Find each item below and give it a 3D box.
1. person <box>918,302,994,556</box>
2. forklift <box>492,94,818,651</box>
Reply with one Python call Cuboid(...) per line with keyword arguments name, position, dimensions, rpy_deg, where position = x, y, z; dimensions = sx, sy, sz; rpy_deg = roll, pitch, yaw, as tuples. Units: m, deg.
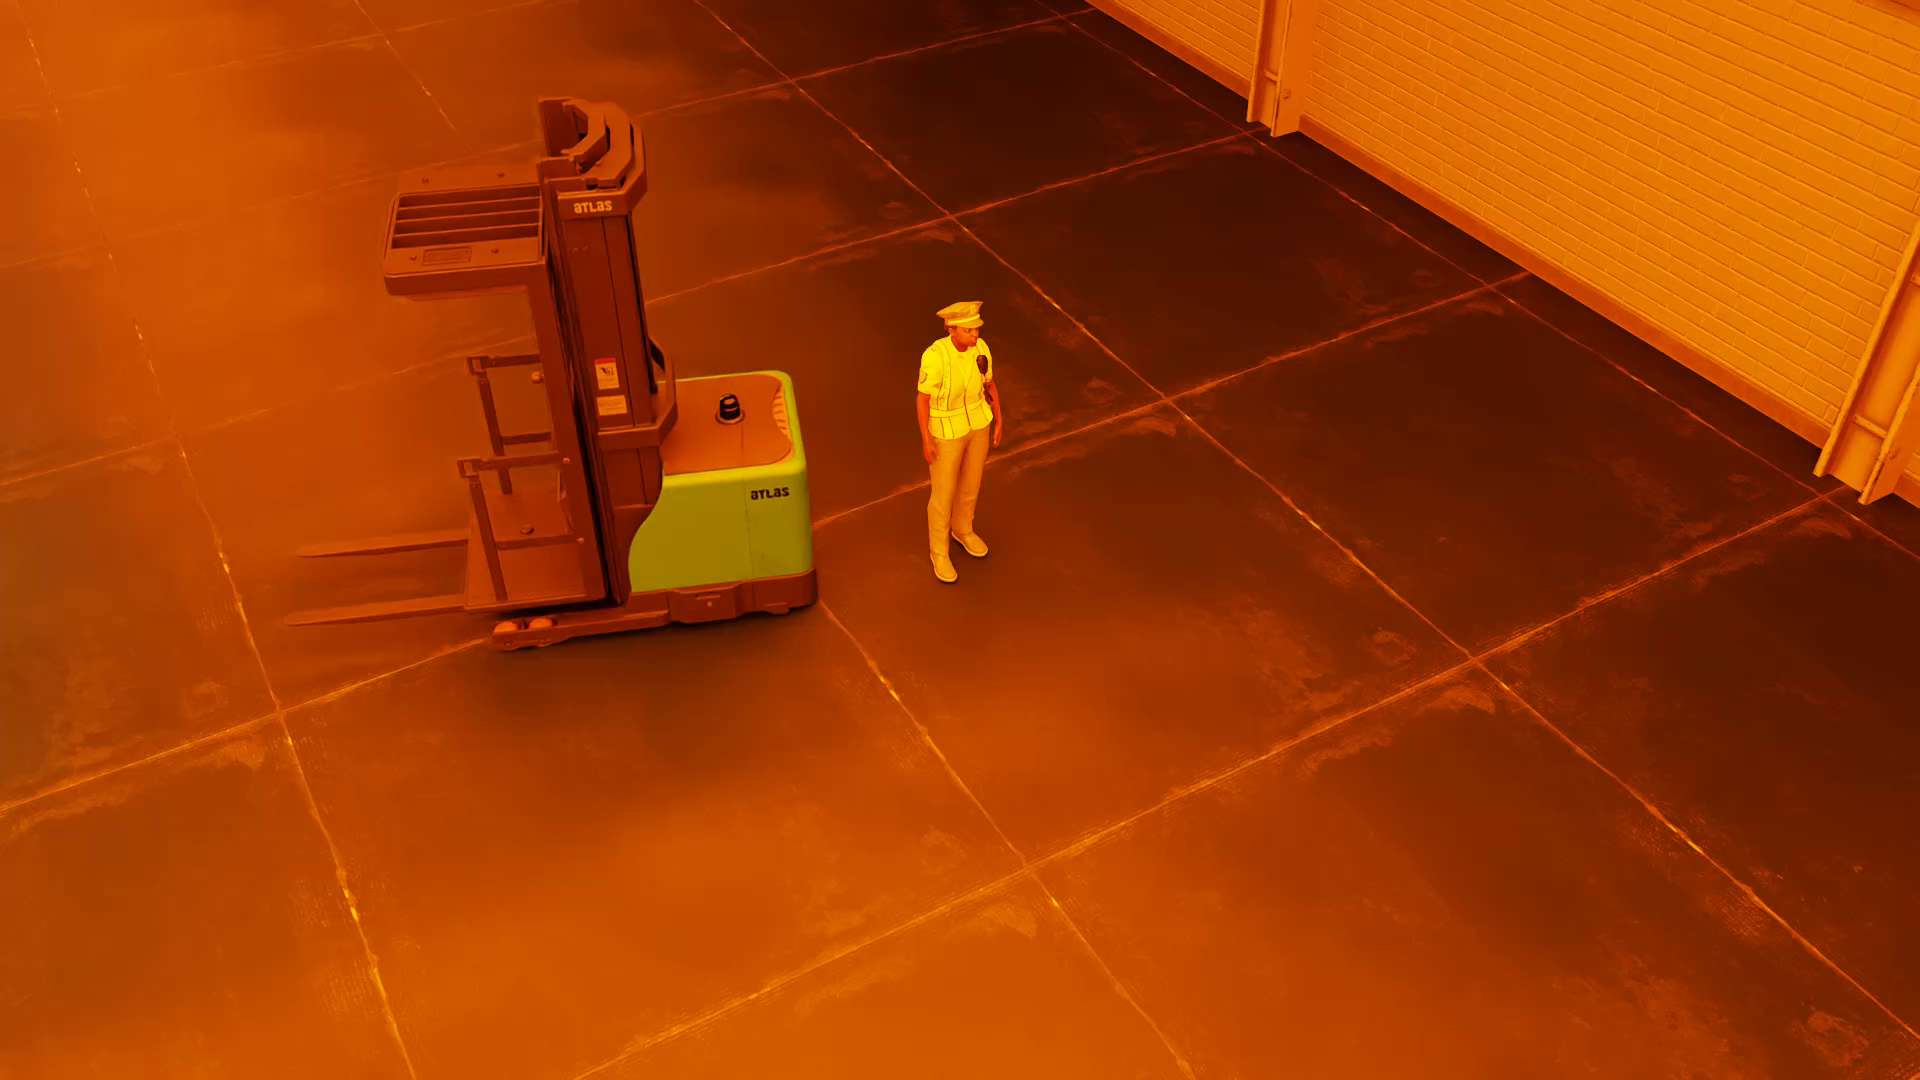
Cuboid(name="person", position=(-0.006, -0.676, 9.756), dimensions=(0.510, 1.628, 0.394), rpy_deg=(-20, 44, -23))
Cuboid(name="forklift", position=(-2.404, -0.858, 9.071), dimensions=(3.031, 2.935, 1.130), rpy_deg=(-6, 40, -8))
